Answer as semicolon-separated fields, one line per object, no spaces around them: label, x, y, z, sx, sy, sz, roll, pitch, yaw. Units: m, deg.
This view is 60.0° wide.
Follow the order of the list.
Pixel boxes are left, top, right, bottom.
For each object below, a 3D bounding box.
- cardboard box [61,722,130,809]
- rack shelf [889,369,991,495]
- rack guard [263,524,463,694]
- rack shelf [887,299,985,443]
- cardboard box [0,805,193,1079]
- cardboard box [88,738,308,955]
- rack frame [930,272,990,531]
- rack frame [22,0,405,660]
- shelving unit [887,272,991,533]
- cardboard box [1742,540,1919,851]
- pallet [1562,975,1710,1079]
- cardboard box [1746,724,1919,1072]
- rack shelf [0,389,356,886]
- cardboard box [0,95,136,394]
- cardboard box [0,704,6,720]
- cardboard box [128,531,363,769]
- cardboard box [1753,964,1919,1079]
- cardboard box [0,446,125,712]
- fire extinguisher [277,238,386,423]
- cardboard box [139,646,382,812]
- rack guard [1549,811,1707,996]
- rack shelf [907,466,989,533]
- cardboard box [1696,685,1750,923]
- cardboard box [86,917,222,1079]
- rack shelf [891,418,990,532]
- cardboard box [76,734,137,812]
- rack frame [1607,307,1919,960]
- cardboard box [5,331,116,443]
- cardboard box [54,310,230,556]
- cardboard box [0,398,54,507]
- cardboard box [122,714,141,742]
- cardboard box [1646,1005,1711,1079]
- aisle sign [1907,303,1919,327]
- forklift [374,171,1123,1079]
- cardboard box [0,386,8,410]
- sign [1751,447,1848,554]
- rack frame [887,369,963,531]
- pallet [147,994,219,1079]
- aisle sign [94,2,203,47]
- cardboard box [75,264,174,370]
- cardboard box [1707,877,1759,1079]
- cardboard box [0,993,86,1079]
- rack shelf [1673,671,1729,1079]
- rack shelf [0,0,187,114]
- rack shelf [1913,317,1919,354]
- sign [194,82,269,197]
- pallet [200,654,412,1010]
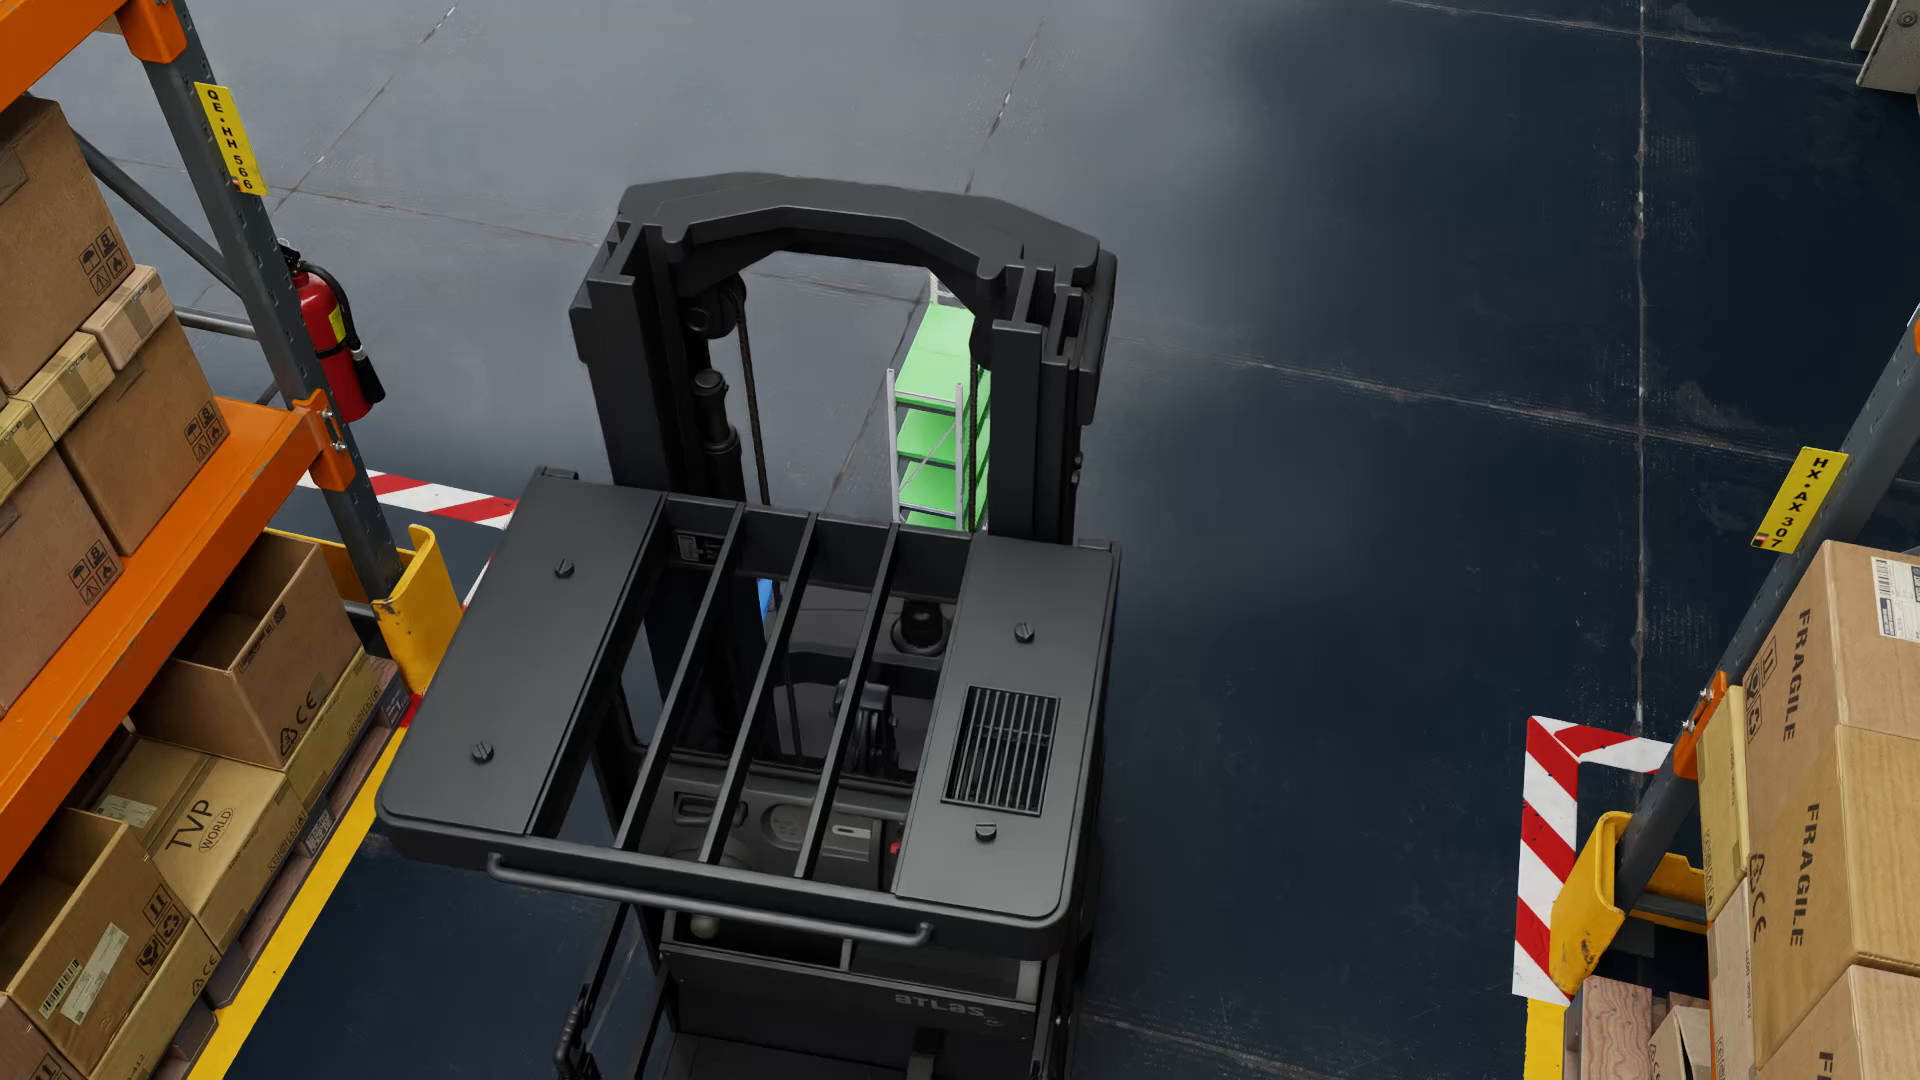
cardboard box;-2.850;0.562;4.807;0.500;0.500;0.500;12;50;10
rack shelf;-0.044;-0.394;5.562;0.258;0.148;0.480;12;50;10
rack guard;-2.359;0.143;5.791;1.175;0.500;0.348;12;50;10
rack shelf;-0.044;-0.553;5.383;0.258;0.148;0.480;12;50;10
cardboard box;-2.468;1.028;4.395;0.500;0.500;0.500;12;50;10
cardboard box;-2.341;0.914;4.997;0.500;0.250;0.500;12;50;10
rack frame;0.021;-0.454;5.850;0.240;1.200;0.015;12;50;10
rack frame;-2.365;-0.667;4.838;1.000;3.000;0.127;12;50;10
shelving unit;-0.044;-0.277;5.694;0.258;1.200;0.503;12;50;10
cardboard box;2.000;0.389;3.493;0.500;0.500;0.500;12;50;10
pallet;2.147;1.866;4.462;1.003;0.211;1.213;12;50;10
cardboard box;1.860;0.744;3.179;0.500;0.500;0.500;12;50;10
rack shelf;-2.891;1.018;3.831;1.077;0.370;4.000;12;50;10
cardboard box;-2.514;-0.756;3.985;0.700;0.500;0.500;12;50;10
cardboard box;-2.770;0.374;3.853;0.700;0.500;0.500;12;50;10
cardboard box;-2.219;0.302;5.036;0.500;0.500;0.500;12;50;10
cardboard box;1.718;1.117;2.850;0.500;0.500;0.500;10;49;9
cardboard box;-2.634;0.016;4.169;0.700;0.500;0.500;13;50;11
fire extinguisher;-1.886;-0.635;4.862;0.296;0.674;0.183;12;50;10
cardboard box;-2.221;0.550;5.318;0.500;0.250;0.500;12;50;10
rack guard;2.395;1.190;4.866;1.175;0.500;0.348;12;50;10
rack shelf;-0.044;-0.076;5.922;0.258;0.148;0.480;12;50;10
cardboard box;1.980;0.641;3.770;0.500;0.250;0.500;10;49;9
cardboard box;-2.471;1.276;4.677;0.500;0.250;0.500;12;50;10
rack shelf;-0.044;-0.235;5.742;0.258;0.148;0.480;12;50;10
cardboard box;-2.849;0.810;5.088;0.500;0.250;0.500;12;50;10
rack frame;2.415;0.308;3.978;1.000;3.000;0.127;12;50;10
cardboard box;-2.349;-0.411;4.113;0.380;0.149;0.250;13;50;11
cardboard box;-2.500;-0.365;4.505;0.700;0.500;0.500;12;50;10
cardboard box;-2.416;-0.226;3.950;0.380;0.149;0.250;11;49;9
cardboard box;-2.721;0.448;5.408;0.500;0.250;0.500;12;50;10
cardboard box;2.146;1.535;4.395;0.500;0.311;0.500;7;49;6
aisle sign;2.145;-0.664;3.101;0.394;0.787;0.004;12;50;10
forklift;-0.300;0.839;3.555;1.130;2.935;3.031;8;49;7
cardboard box;-2.647;-0.375;3.648;0.700;0.500;0.500;10;49;9
sign;1.892;-0.086;3.748;0.100;0.325;0.005;12;50;10
rack frame;-0.108;-0.101;5.539;0.240;1.200;0.015;12;50;10
pallet;-2.849;1.697;4.612;1.003;0.211;1.213;12;50;10
aisle sign;-2.064;-1.517;3.854;0.394;0.787;0.004;12;50;10
cardboard box;-2.282;-0.601;4.280;0.380;0.149;0.250;11;49;9
cardboard box;1.857;1.019;3.436;0.500;0.250;0.500;10;49;9
cardboard box;-2.601;1.390;4.076;0.500;0.500;0.500;12;50;10
rack shelf;1.889;1.992;2.971;1.077;0.370;4.000;12;50;10
rack shelf;-2.891;0.025;2.706;1.077;0.370;4.000;12;50;10
rack shelf;1.889;1.000;1.846;1.077;0.370;4.000;12;50;10
sign;-1.845;-1.012;4.212;0.100;0.325;0.005;12;50;10
pallet;-2.526;0.817;5.388;1.003;0.211;1.213;12;50;10
